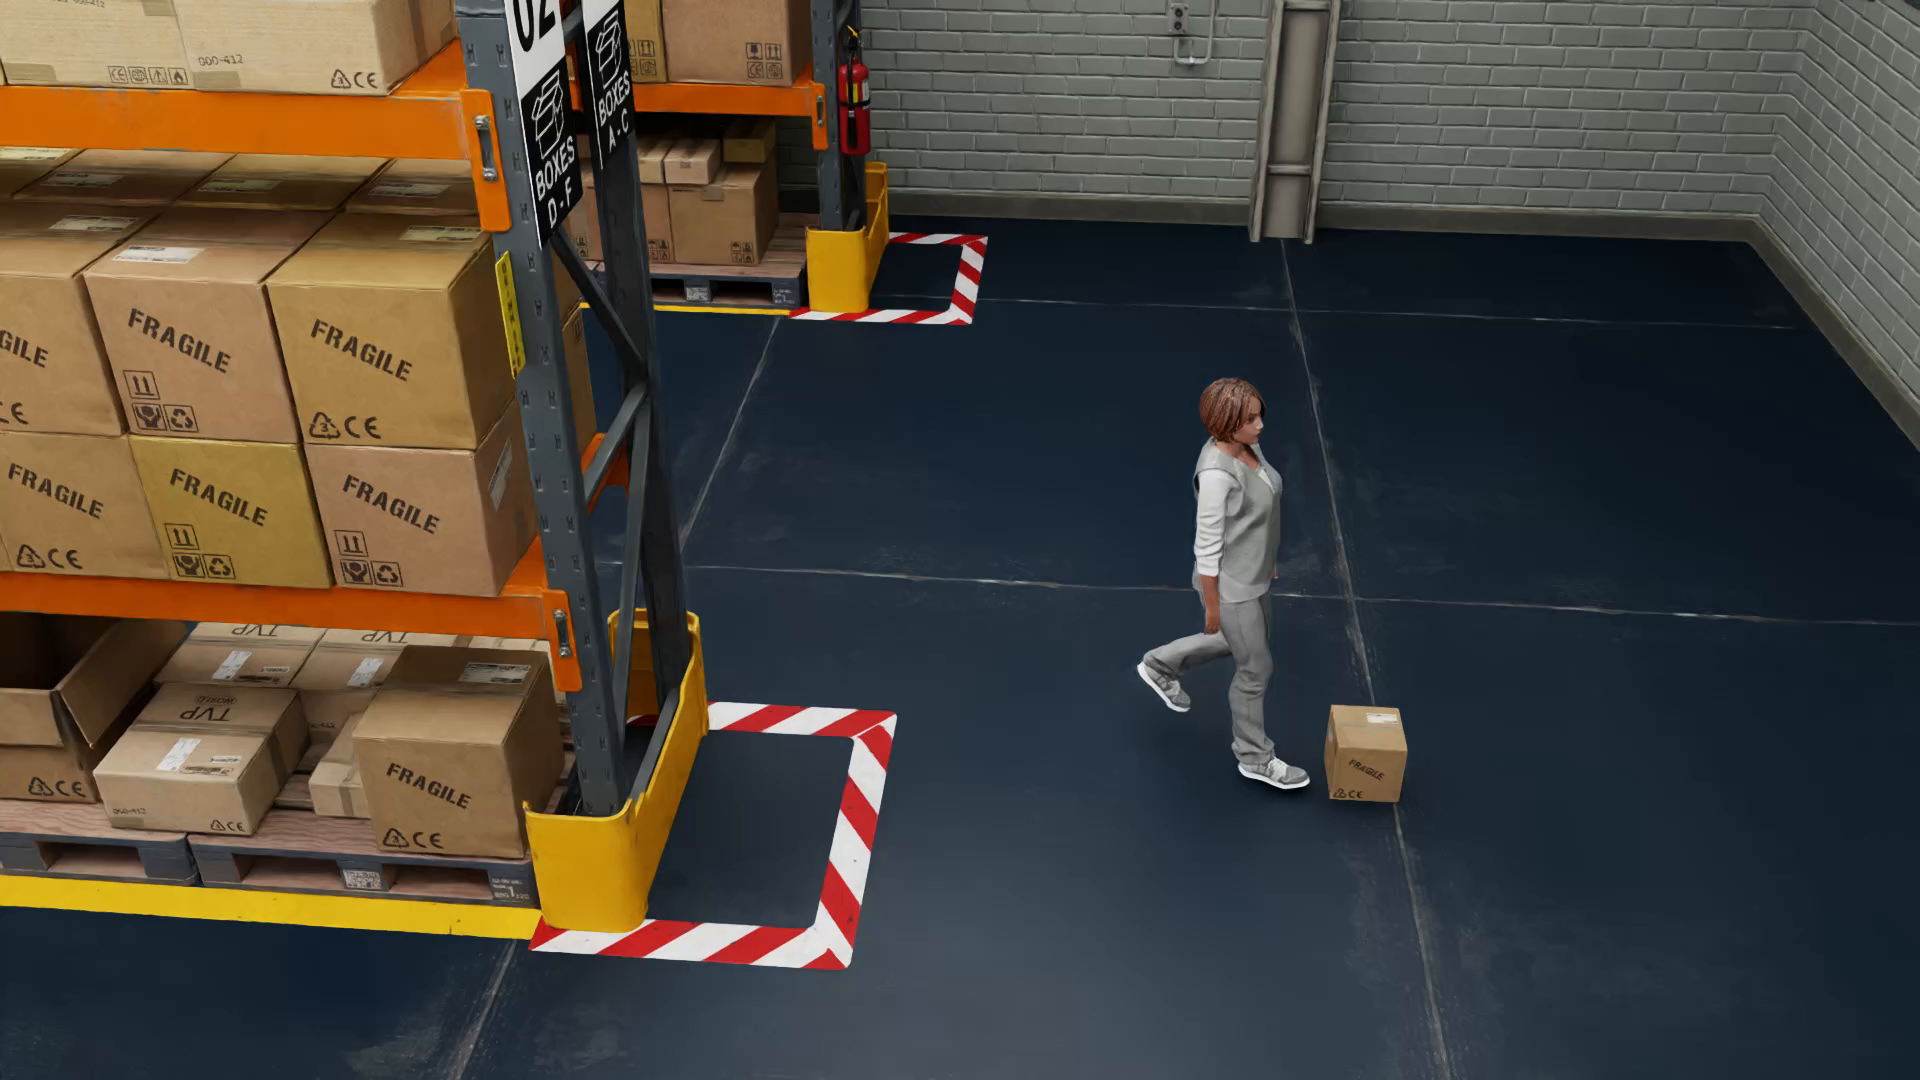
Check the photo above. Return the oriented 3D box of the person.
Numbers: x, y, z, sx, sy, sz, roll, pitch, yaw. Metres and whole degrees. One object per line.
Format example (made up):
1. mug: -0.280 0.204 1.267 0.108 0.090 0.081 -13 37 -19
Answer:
1. person: 0.981 0.141 5.897 0.718 1.577 0.424 11 34 16
